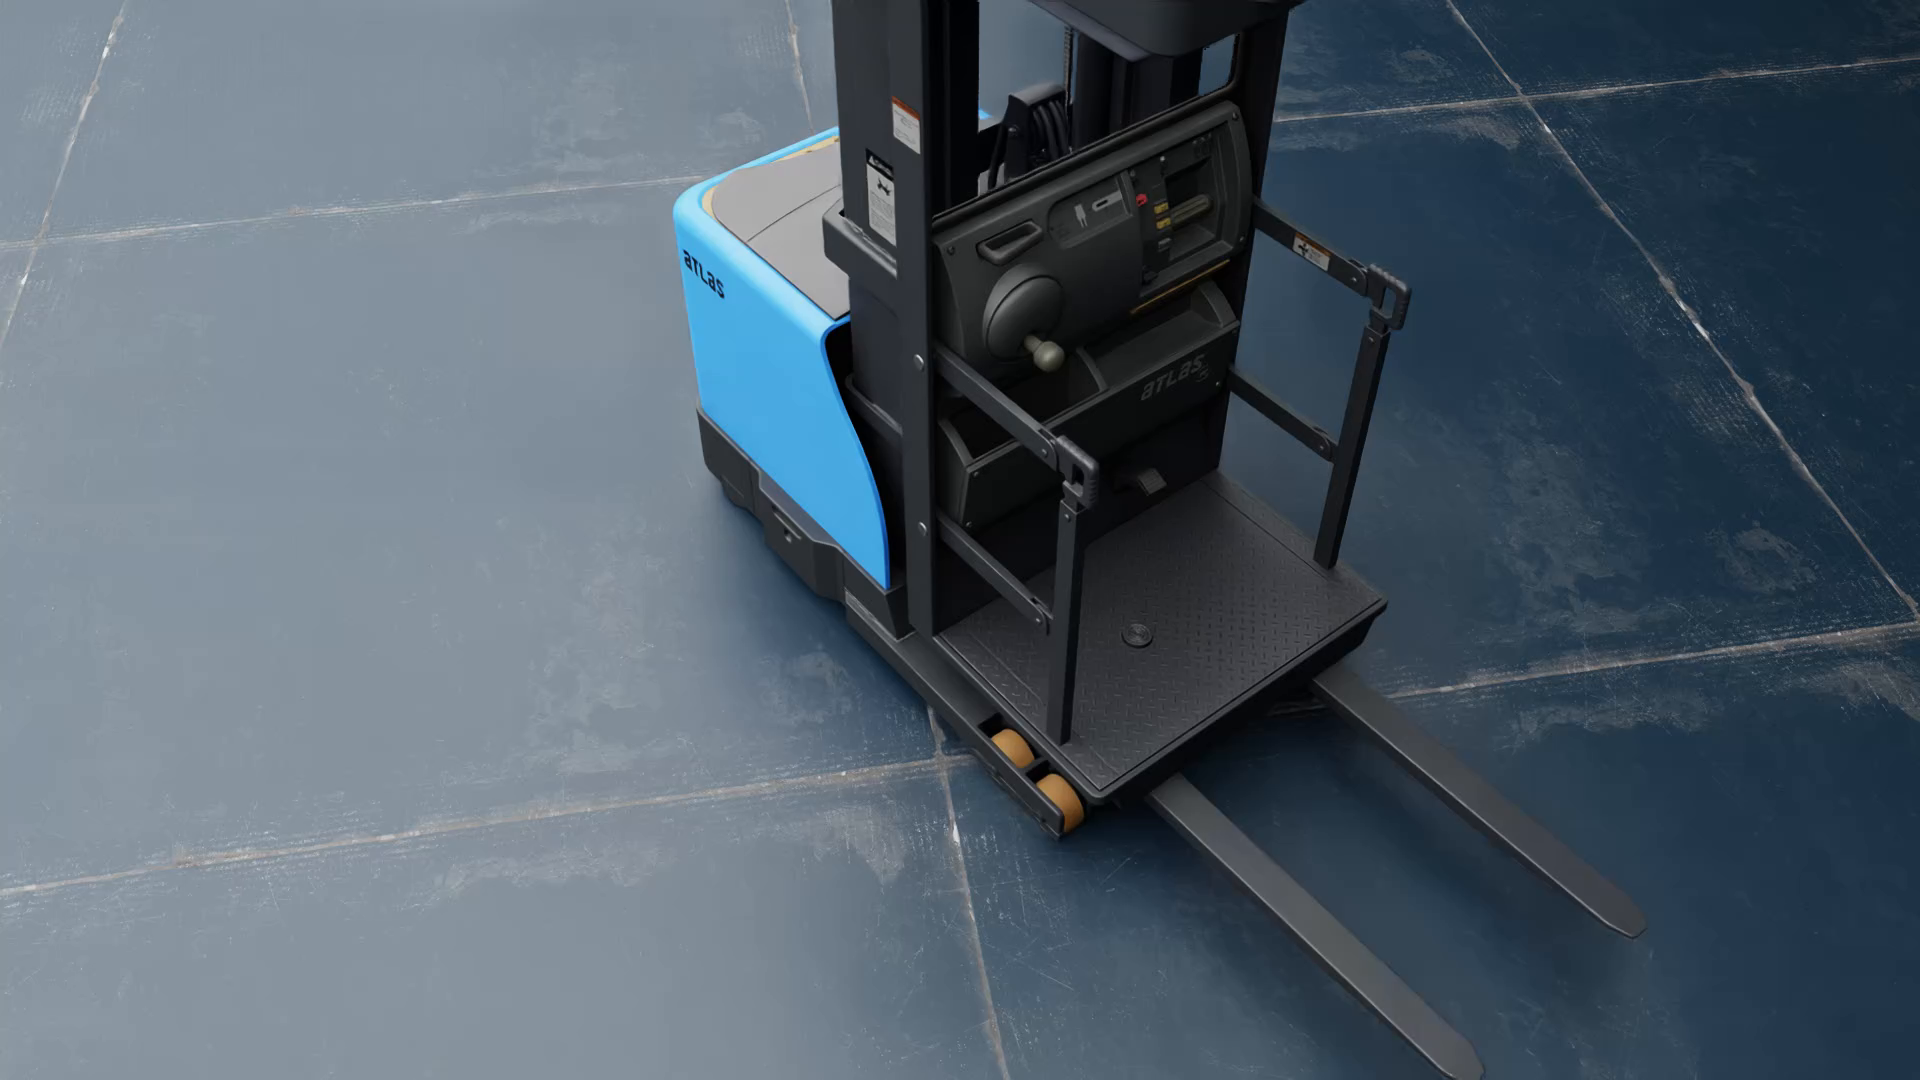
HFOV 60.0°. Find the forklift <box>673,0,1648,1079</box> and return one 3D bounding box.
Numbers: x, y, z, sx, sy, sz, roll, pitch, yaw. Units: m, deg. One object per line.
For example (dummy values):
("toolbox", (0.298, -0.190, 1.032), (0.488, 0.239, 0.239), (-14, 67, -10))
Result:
("forklift", (0.474, -0.632, 3.824), (1.130, 2.935, 3.031), (-30, 53, -25))
